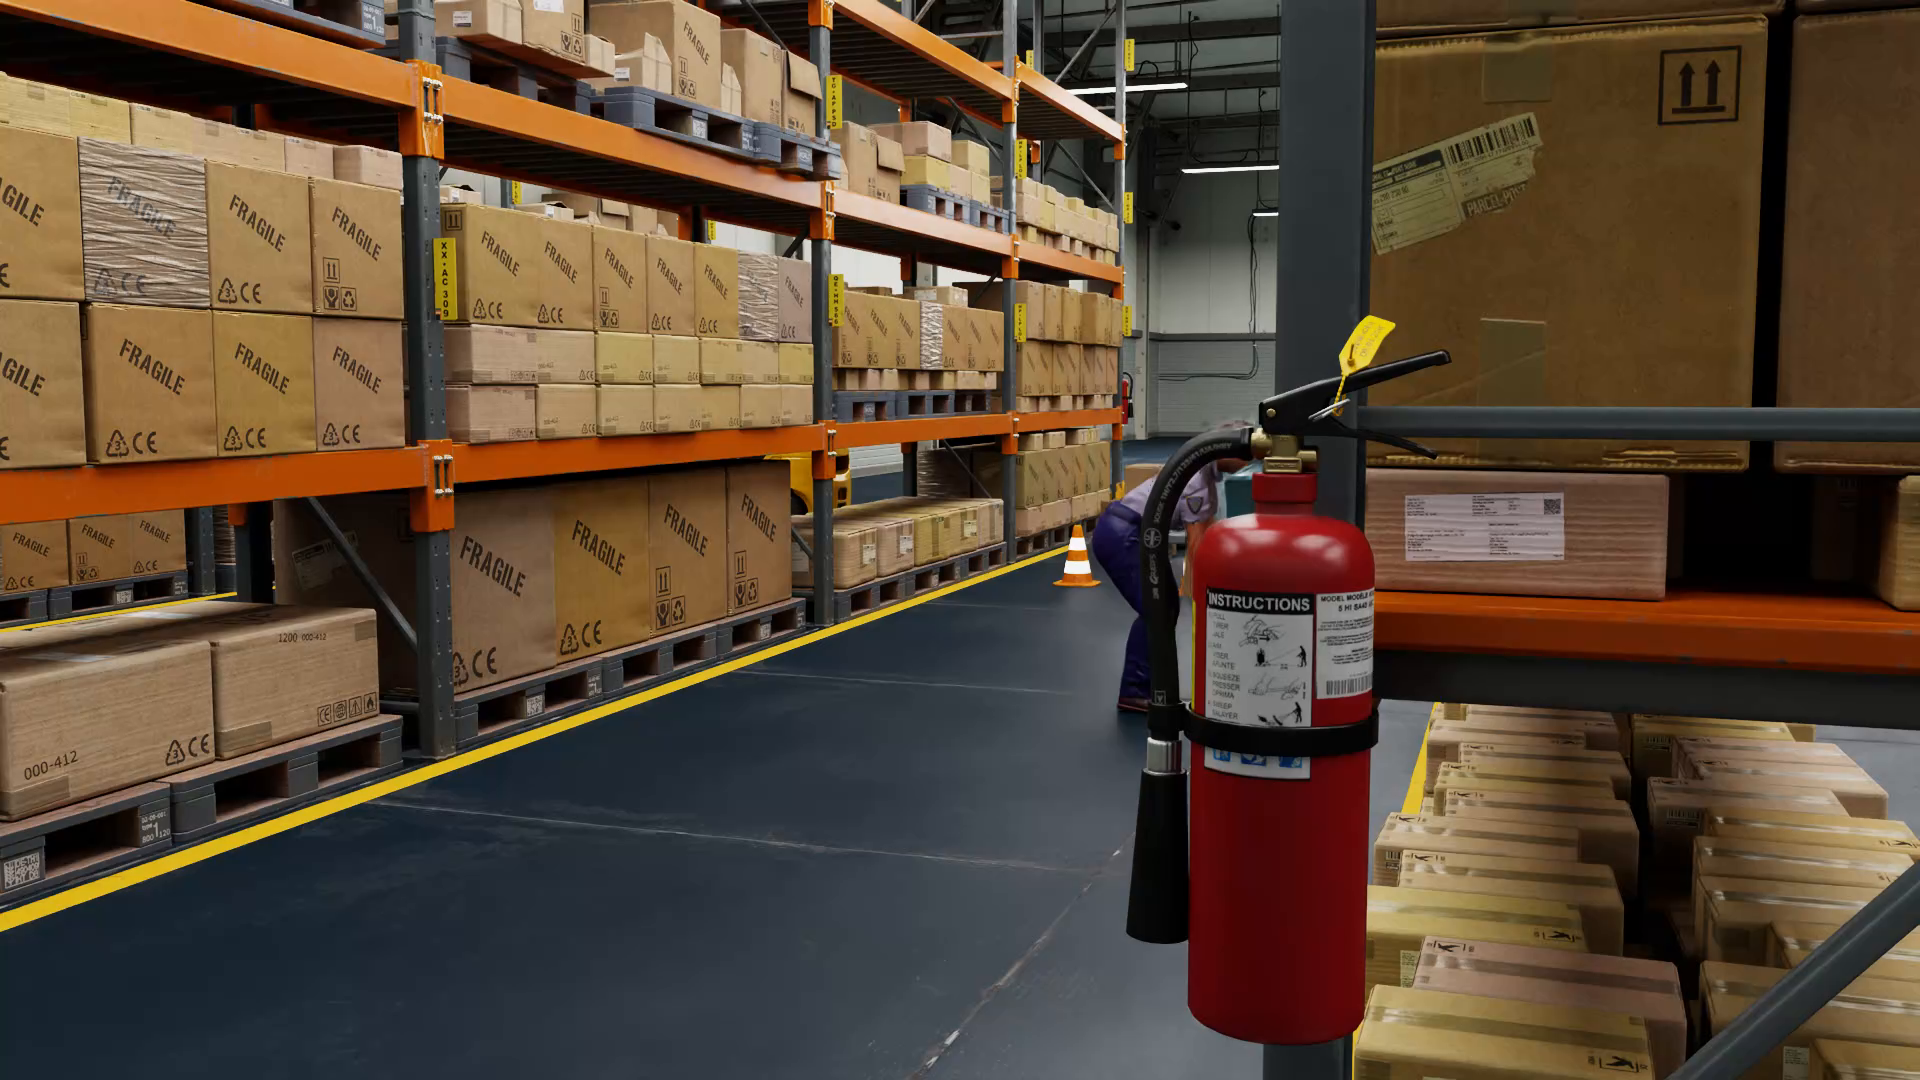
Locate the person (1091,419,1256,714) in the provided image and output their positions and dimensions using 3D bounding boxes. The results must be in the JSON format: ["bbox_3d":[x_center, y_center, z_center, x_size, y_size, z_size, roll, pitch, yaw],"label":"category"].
[{"bbox_3d":[1.021,0.122,7.926,0.765,1.394,0.451,2,6,17],"label":"person"}]
